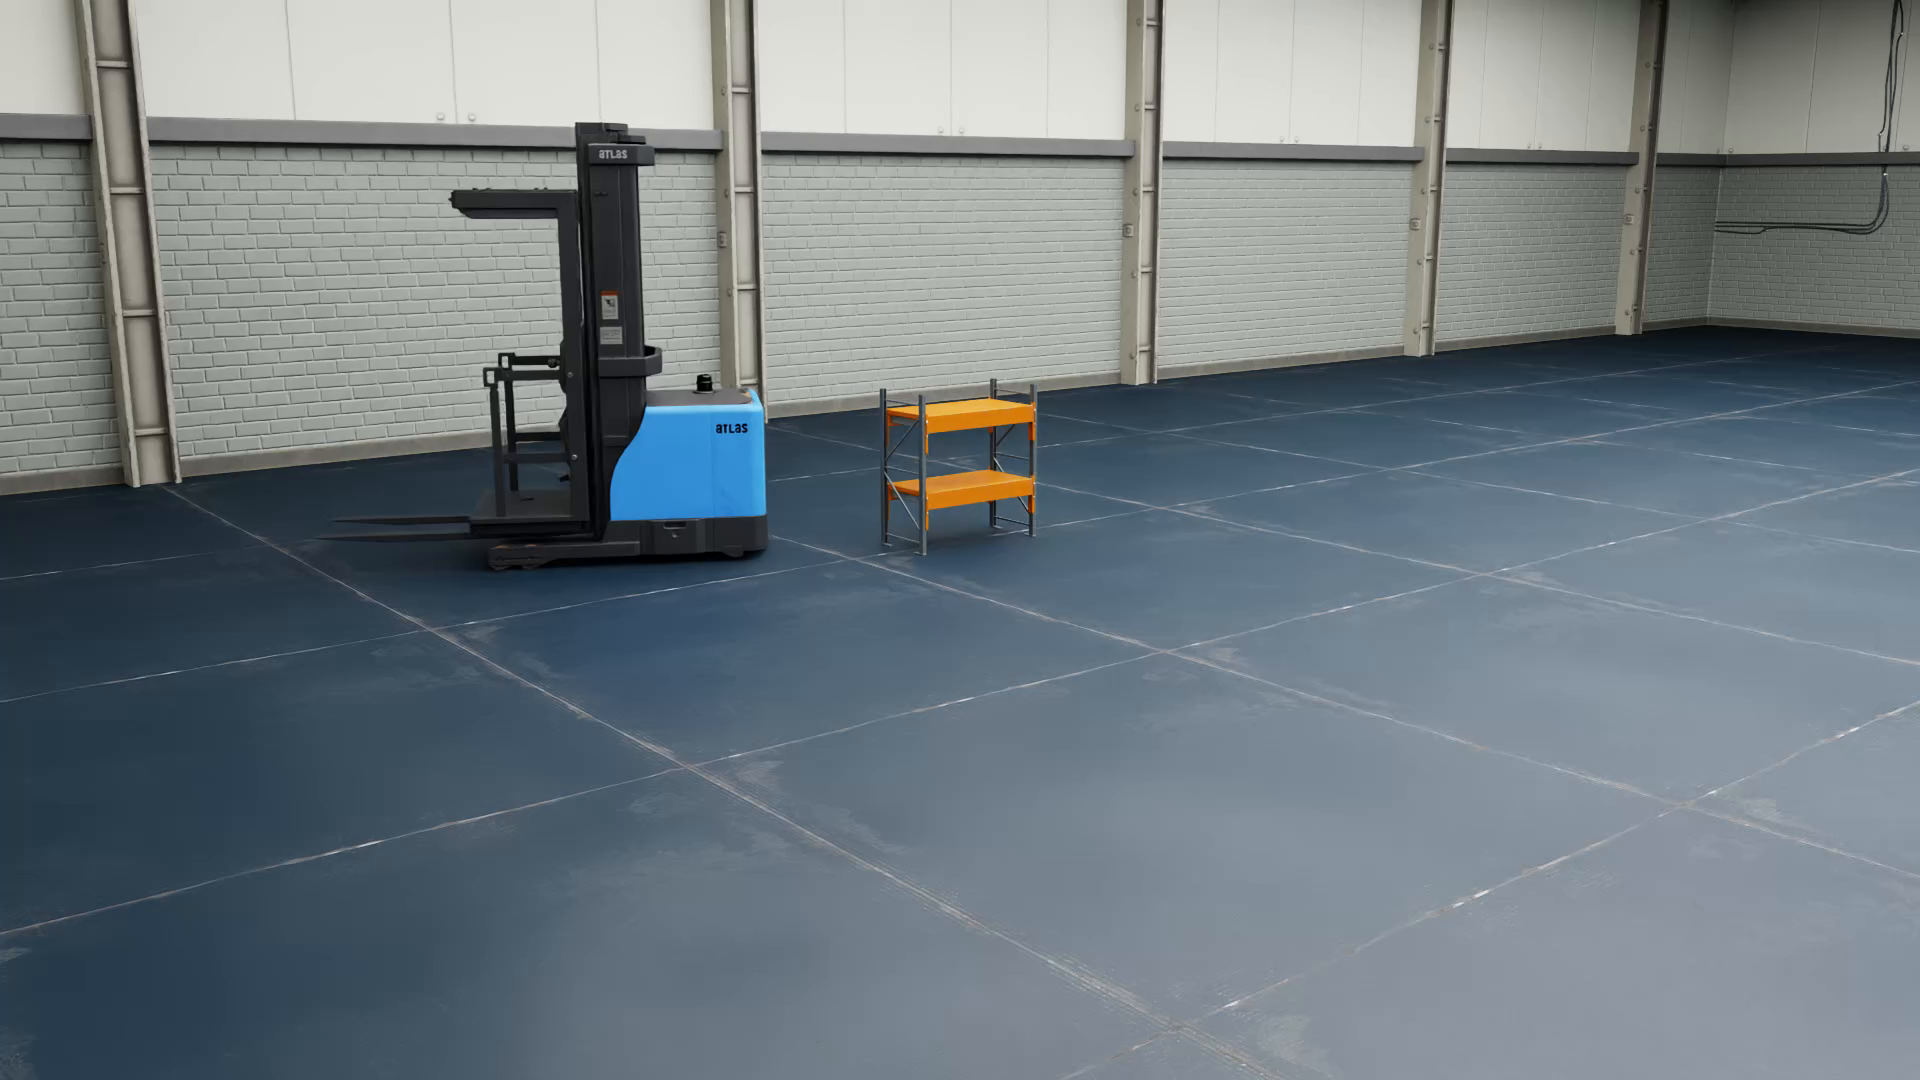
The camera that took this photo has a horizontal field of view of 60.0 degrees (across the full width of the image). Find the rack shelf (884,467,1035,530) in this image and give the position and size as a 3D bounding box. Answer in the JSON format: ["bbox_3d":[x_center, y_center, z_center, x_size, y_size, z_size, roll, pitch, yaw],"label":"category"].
[{"bbox_3d":[-0.005,-0.310,12.059,1.000,0.278,0.538,-9,15,-38],"label":"rack shelf"}]

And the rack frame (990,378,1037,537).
[{"bbox_3d":[0.392,-0.615,12.318,0.032,1.125,0.500,-9,15,-38],"label":"rack frame"}]

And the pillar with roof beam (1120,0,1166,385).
[{"bbox_3d":[5.028,-5.763,17.603,0.400,9.000,9.100,-9,15,-38],"label":"pillar with roof beam"}]

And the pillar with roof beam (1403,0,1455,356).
[{"bbox_3d":[9.713,-6.541,21.270,0.400,9.000,9.100,-9,15,-38],"label":"pillar with roof beam"}]

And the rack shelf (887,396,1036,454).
[{"bbox_3d":[-0.005,-0.836,11.947,1.000,0.278,0.538,-9,15,-38],"label":"rack shelf"}]

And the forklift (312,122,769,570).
[{"bbox_3d":[-2.894,-1.350,11.428,3.031,2.935,1.130,-2,12,-9],"label":"forklift"}]

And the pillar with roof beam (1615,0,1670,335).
[{"bbox_3d":[14.399,-7.320,24.936,0.400,9.000,9.100,-9,15,-38],"label":"pillar with roof beam"}]

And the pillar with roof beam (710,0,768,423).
[{"bbox_3d":[0.343,-4.984,13.937,0.400,9.000,9.100,-9,15,-38],"label":"pillar with roof beam"}]

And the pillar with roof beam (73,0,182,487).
[{"bbox_3d":[-4.342,-4.206,10.270,0.400,9.000,9.100,-9,15,-38],"label":"pillar with roof beam"}]

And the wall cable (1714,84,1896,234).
[{"bbox_3d":[14.836,-6.667,29.337,0.112,2.526,3.097,-9,15,-38],"label":"wall cable"}]

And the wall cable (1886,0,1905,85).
[{"bbox_3d":[16.526,-8.699,26.746,0.112,2.526,3.097,-9,15,-38],"label":"wall cable"}]

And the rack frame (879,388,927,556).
[{"bbox_3d":[-0.402,-0.483,11.697,0.032,1.125,0.500,-9,15,-38],"label":"rack frame"}]

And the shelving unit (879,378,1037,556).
[{"bbox_3d":[-0.005,-0.549,12.008,1.048,1.125,0.538,-9,15,-38],"label":"shelving unit"}]
